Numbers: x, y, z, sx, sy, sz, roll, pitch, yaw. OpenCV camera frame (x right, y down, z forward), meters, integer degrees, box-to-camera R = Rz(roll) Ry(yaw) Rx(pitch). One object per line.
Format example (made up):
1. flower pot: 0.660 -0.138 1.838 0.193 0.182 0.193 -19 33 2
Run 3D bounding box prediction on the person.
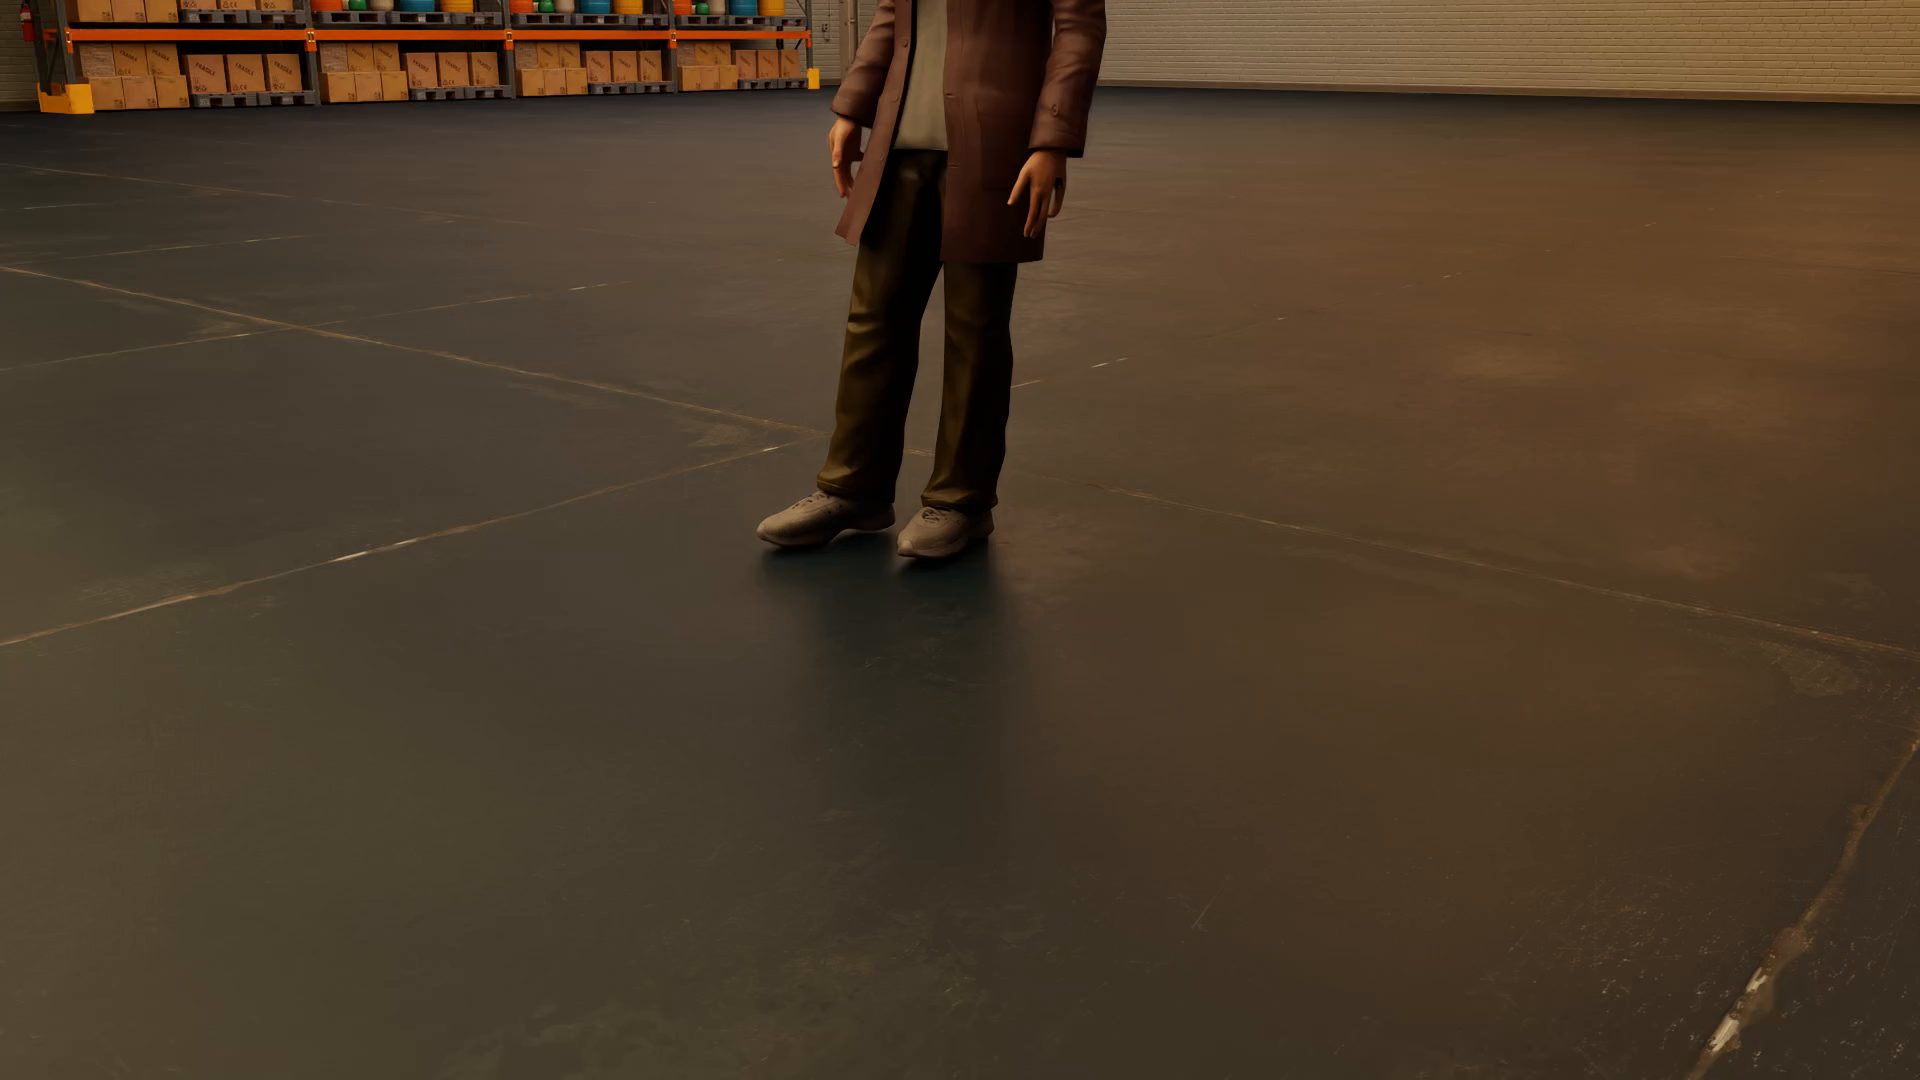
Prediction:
1. person: -0.062 -0.838 3.618 0.696 1.776 0.582 13 21 37
